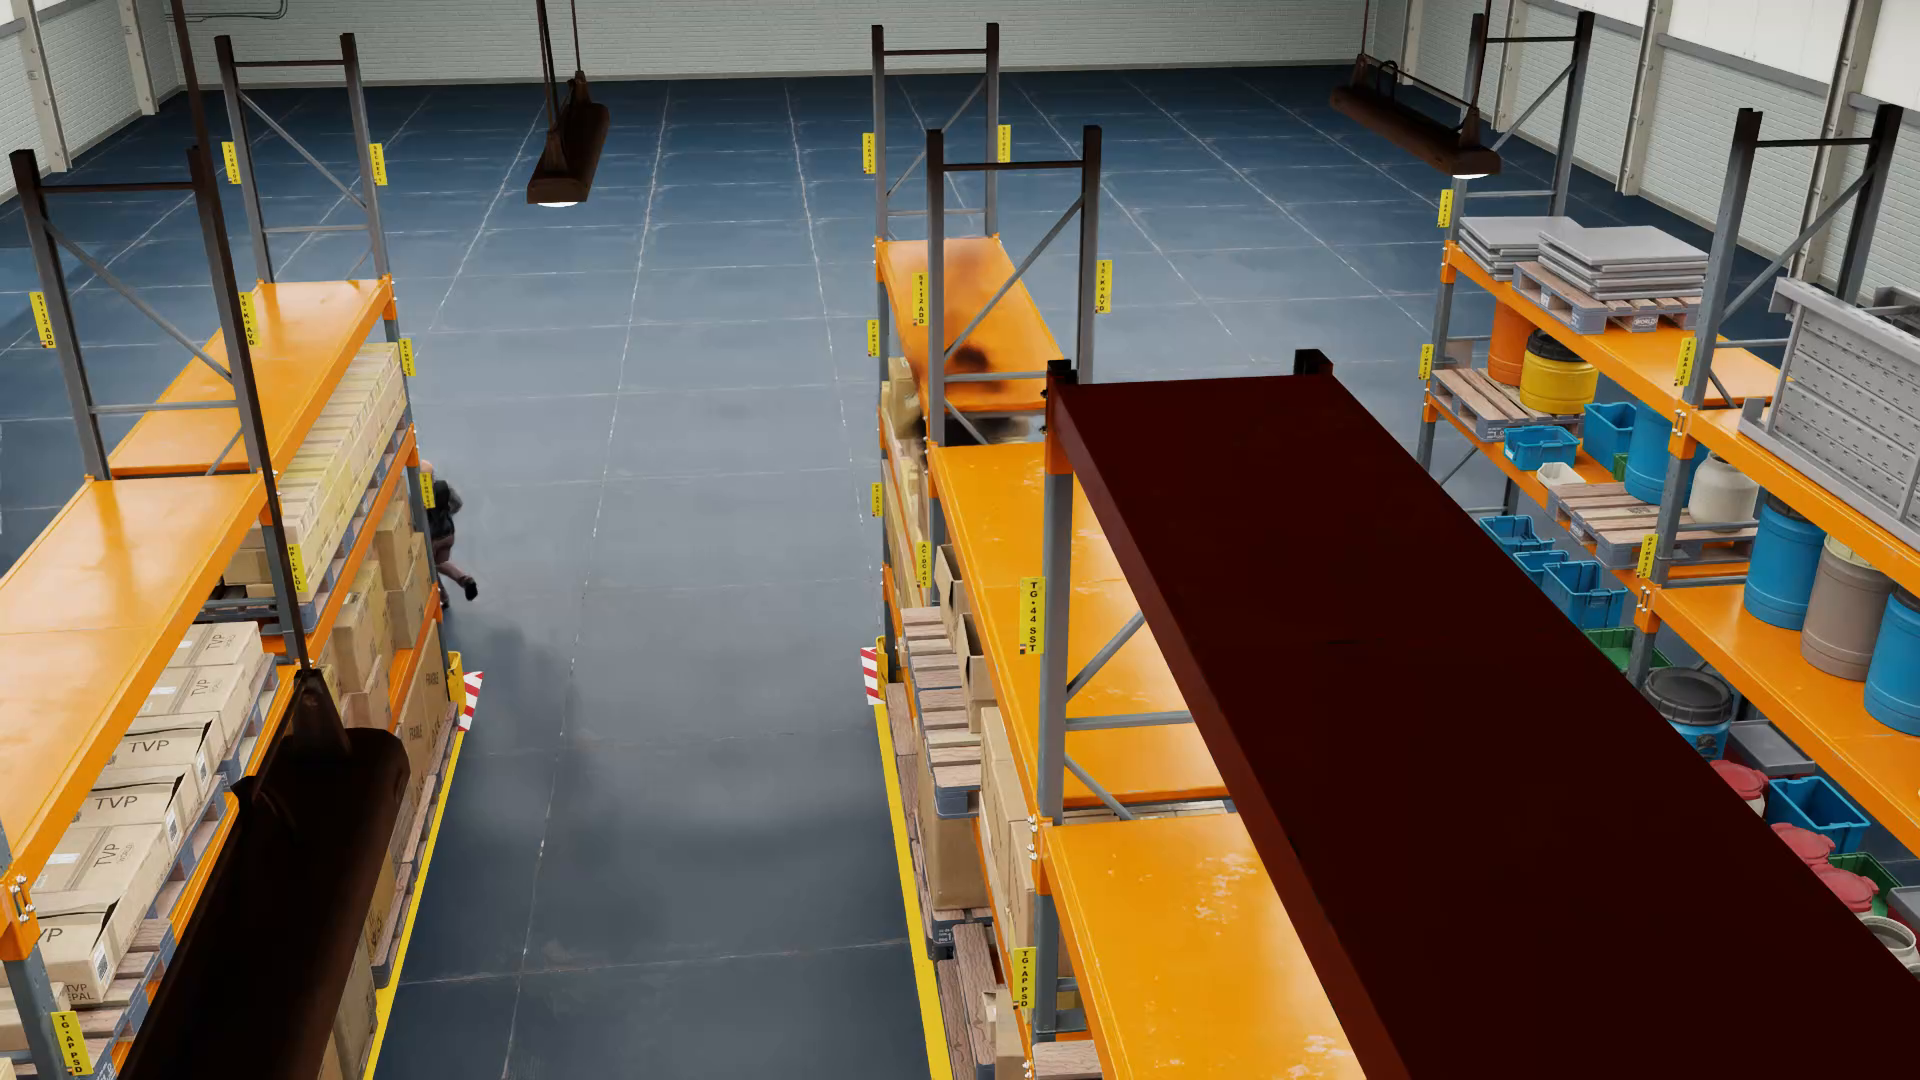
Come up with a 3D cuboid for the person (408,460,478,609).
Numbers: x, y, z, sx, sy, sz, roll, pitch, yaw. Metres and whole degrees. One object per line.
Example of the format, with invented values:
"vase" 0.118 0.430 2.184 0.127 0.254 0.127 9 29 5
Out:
"person" -5.241 -0.020 16.622 0.708 1.681 0.676 17 30 32
